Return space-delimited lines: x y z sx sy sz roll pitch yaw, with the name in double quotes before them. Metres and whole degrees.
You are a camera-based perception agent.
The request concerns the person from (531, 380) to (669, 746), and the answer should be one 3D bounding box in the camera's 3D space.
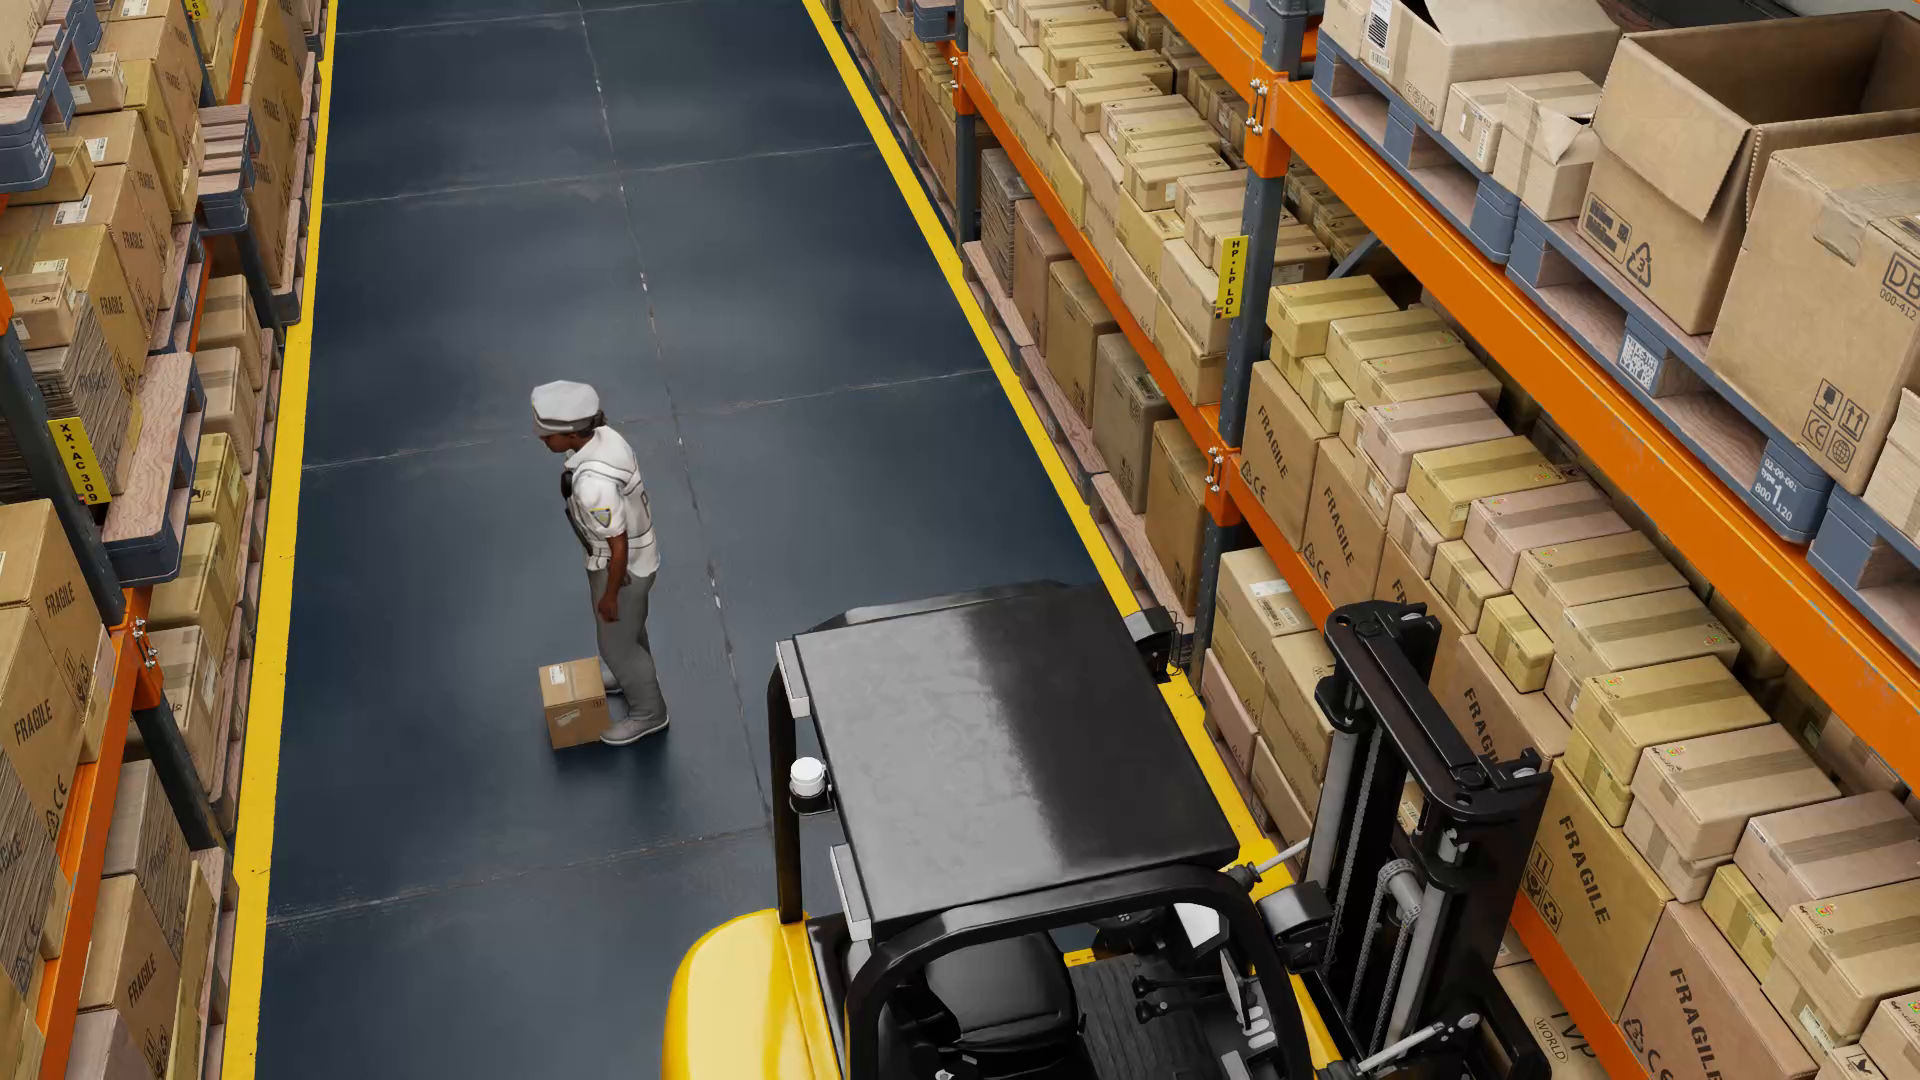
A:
"person" -1.393 0.087 6.604 0.397 1.658 0.509 -10 39 -12
